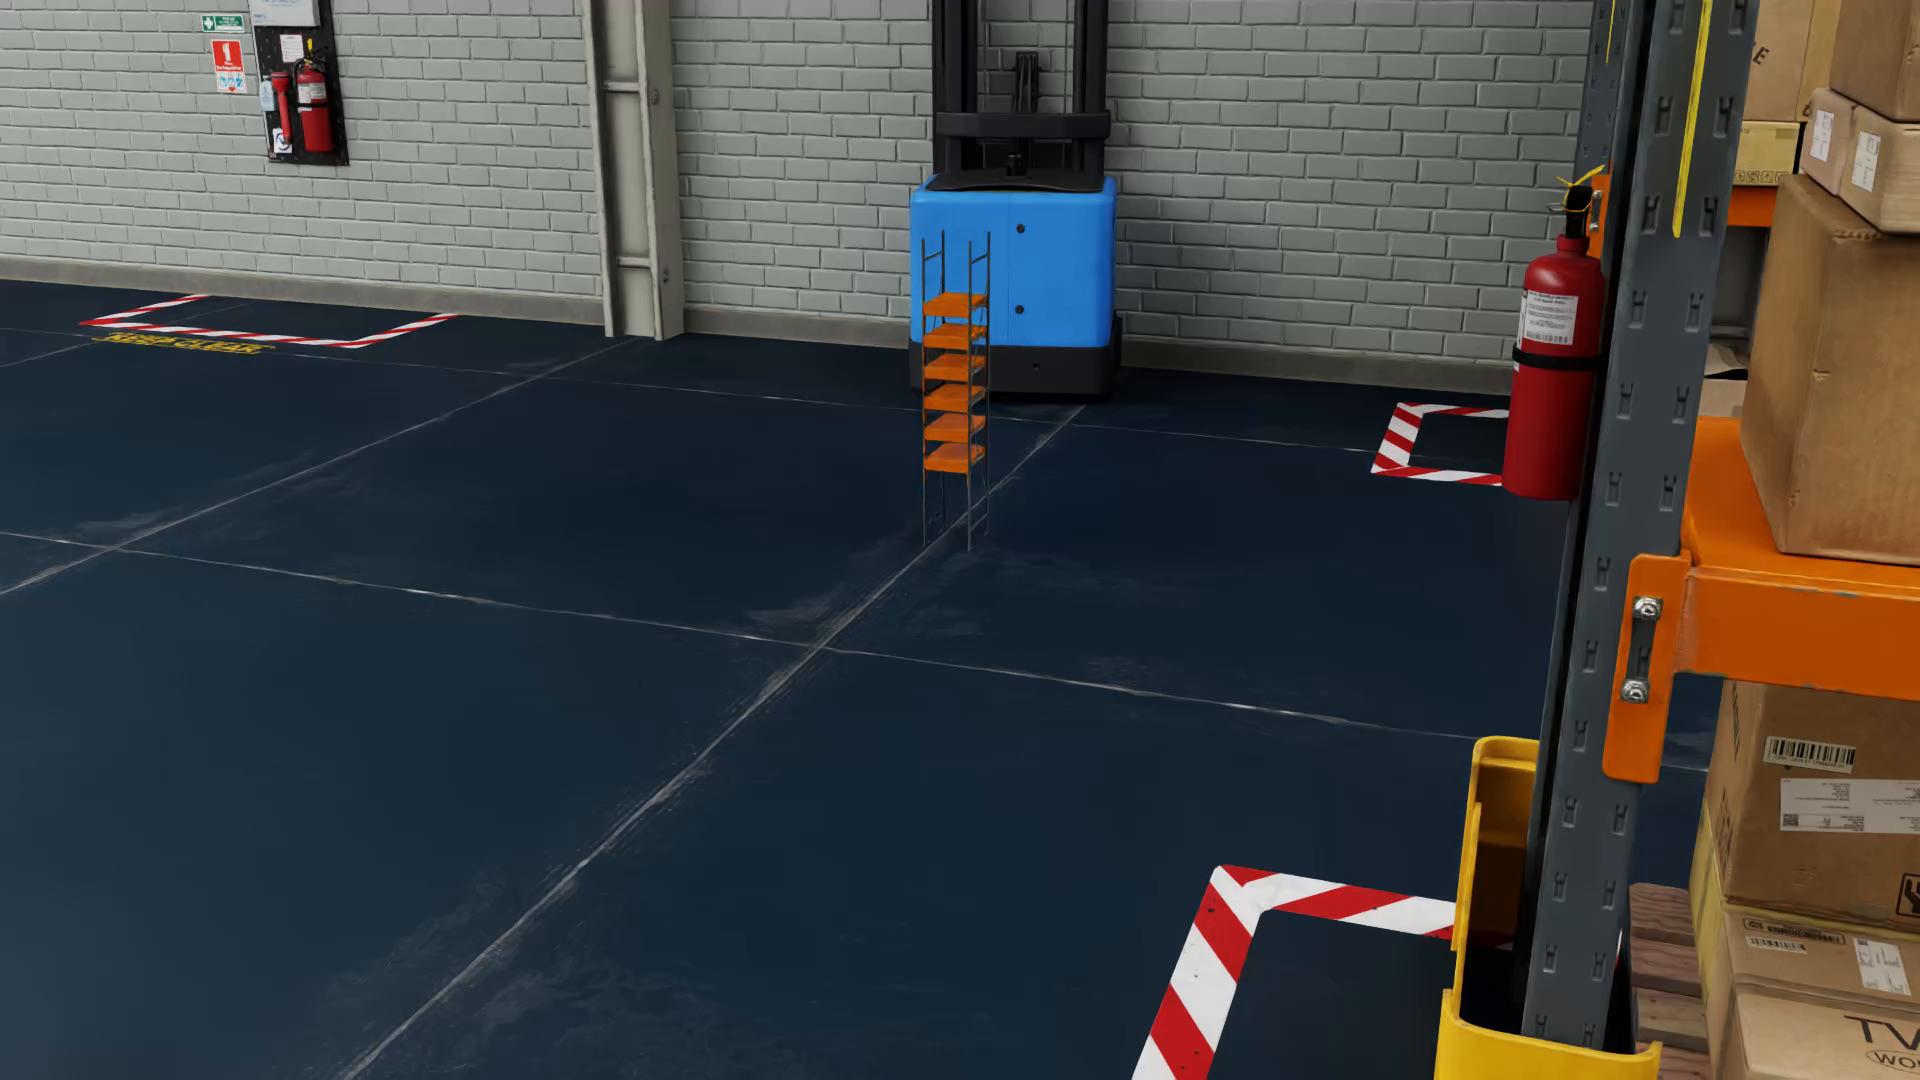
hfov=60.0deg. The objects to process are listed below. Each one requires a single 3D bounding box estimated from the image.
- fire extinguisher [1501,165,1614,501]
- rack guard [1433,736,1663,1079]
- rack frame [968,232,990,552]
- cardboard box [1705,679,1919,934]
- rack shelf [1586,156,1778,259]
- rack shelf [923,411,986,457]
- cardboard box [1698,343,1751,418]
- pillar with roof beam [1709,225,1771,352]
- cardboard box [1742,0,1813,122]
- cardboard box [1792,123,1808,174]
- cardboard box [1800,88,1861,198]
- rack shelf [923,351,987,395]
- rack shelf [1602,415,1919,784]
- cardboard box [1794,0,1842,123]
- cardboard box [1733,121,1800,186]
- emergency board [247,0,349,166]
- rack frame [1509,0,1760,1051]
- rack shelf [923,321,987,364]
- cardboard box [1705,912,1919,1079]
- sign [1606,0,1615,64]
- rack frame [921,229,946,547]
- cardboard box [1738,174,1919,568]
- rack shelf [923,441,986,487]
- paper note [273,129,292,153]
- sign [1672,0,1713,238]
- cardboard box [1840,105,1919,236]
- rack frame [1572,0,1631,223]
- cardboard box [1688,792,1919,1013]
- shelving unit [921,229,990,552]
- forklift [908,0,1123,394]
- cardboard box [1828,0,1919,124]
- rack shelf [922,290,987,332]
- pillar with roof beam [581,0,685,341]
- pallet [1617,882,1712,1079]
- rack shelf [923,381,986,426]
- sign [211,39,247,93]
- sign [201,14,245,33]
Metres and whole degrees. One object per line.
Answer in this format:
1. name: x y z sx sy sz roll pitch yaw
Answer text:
1. fire extinguisher: 1.214 -0.423 3.349 0.183 0.674 0.296 7 20 18
2. rack guard: 1.150 0.876 3.304 0.348 0.500 1.175 7 20 18
3. rack frame: 0.073 -0.558 6.355 0.006 1.200 0.240 7 20 18
4. cardboard box: 1.777 0.409 3.245 0.500 0.500 0.500 7 20 18
5. rack shelf: 4.684 -1.287 6.804 4.000 0.370 1.077 7 20 18
6. rack shelf: -0.014 -0.413 6.437 0.180 0.103 0.258 7 20 18
7. cardboard box: 3.419 -0.678 7.381 0.500 0.311 0.500 4 20 12
8. pillar with roof beam: 2.327 -3.530 3.032 0.400 9.000 9.100 7 20 18
9. cardboard box: 3.147 -1.990 6.787 0.500 0.500 0.500 7 20 18
10. cardboard box: 3.647 -1.578 6.744 0.500 0.250 0.500 6 20 16
11. cardboard box: 1.596 -0.673 2.814 0.250 0.149 0.380 6 20 17
12. rack shelf: -0.014 -0.639 6.358 0.180 0.103 0.258 7 20 18
13. rack shelf: 3.062 0.254 2.384 4.000 0.370 1.077 7 20 18
14. cardboard box: 3.611 -1.934 6.625 0.500 0.500 0.500 7 20 18
15. cardboard box: 3.152 -1.630 6.892 0.500 0.250 0.500 6 20 16
16. emergency board: -4.249 -2.963 10.519 0.643 1.169 0.194 7 20 18
17. rack frame: 1.173 -0.302 2.885 0.127 3.000 1.000 7 20 18
18. rack shelf: -0.014 -0.753 6.319 0.180 0.103 0.258 7 20 18
19. cardboard box: 1.607 0.925 2.904 0.500 0.250 0.500 7 20 18
20. sign: 2.617 -2.083 6.679 0.005 0.325 0.100 7 20 18
21. rack frame: -0.100 -0.578 6.412 0.006 1.200 0.240 7 20 18
22. cardboard box: 1.610 -0.295 2.713 0.500 0.500 0.700 7 20 18
23. rack shelf: -0.014 -0.300 6.477 0.180 0.103 0.258 7 20 18
24. paper note: -4.394 -2.587 10.780 0.142 0.148 0.016 7 20 18
25. sign: 0.985 -0.576 2.237 0.005 0.325 0.100 7 20 18
26. cardboard box: 1.473 -0.546 2.448 0.250 0.149 0.380 6 20 18
27. rack frame: 2.795 -1.843 7.305 0.127 3.000 1.000 7 20 18
28. cardboard box: 1.776 0.764 3.366 0.500 0.250 0.500 7 20 18
29. shelving unit: -0.014 -0.568 6.383 0.189 1.200 0.258 7 20 18
30. forklift: 0.417 -2.571 9.499 1.130 2.935 3.031 2 19 6
31. cardboard box: 1.660 -0.902 2.483 0.500 0.500 0.700 7 20 18
32. rack shelf: -0.014 -0.866 6.279 0.180 0.103 0.258 7 20 18
33. pillar with roof beam: -3.340 -4.178 4.892 0.400 9.000 9.100 7 20 18
34. pallet: 1.909 1.084 3.145 1.213 0.211 1.003 7 20 18
35. rack shelf: -0.014 -0.526 6.398 0.180 0.103 0.258 7 20 18
36. sign: -4.738 -3.071 10.776 0.234 0.329 0.001 7 20 18
37. sign: -4.736 -3.318 10.680 0.331 0.109 0.001 7 20 18
